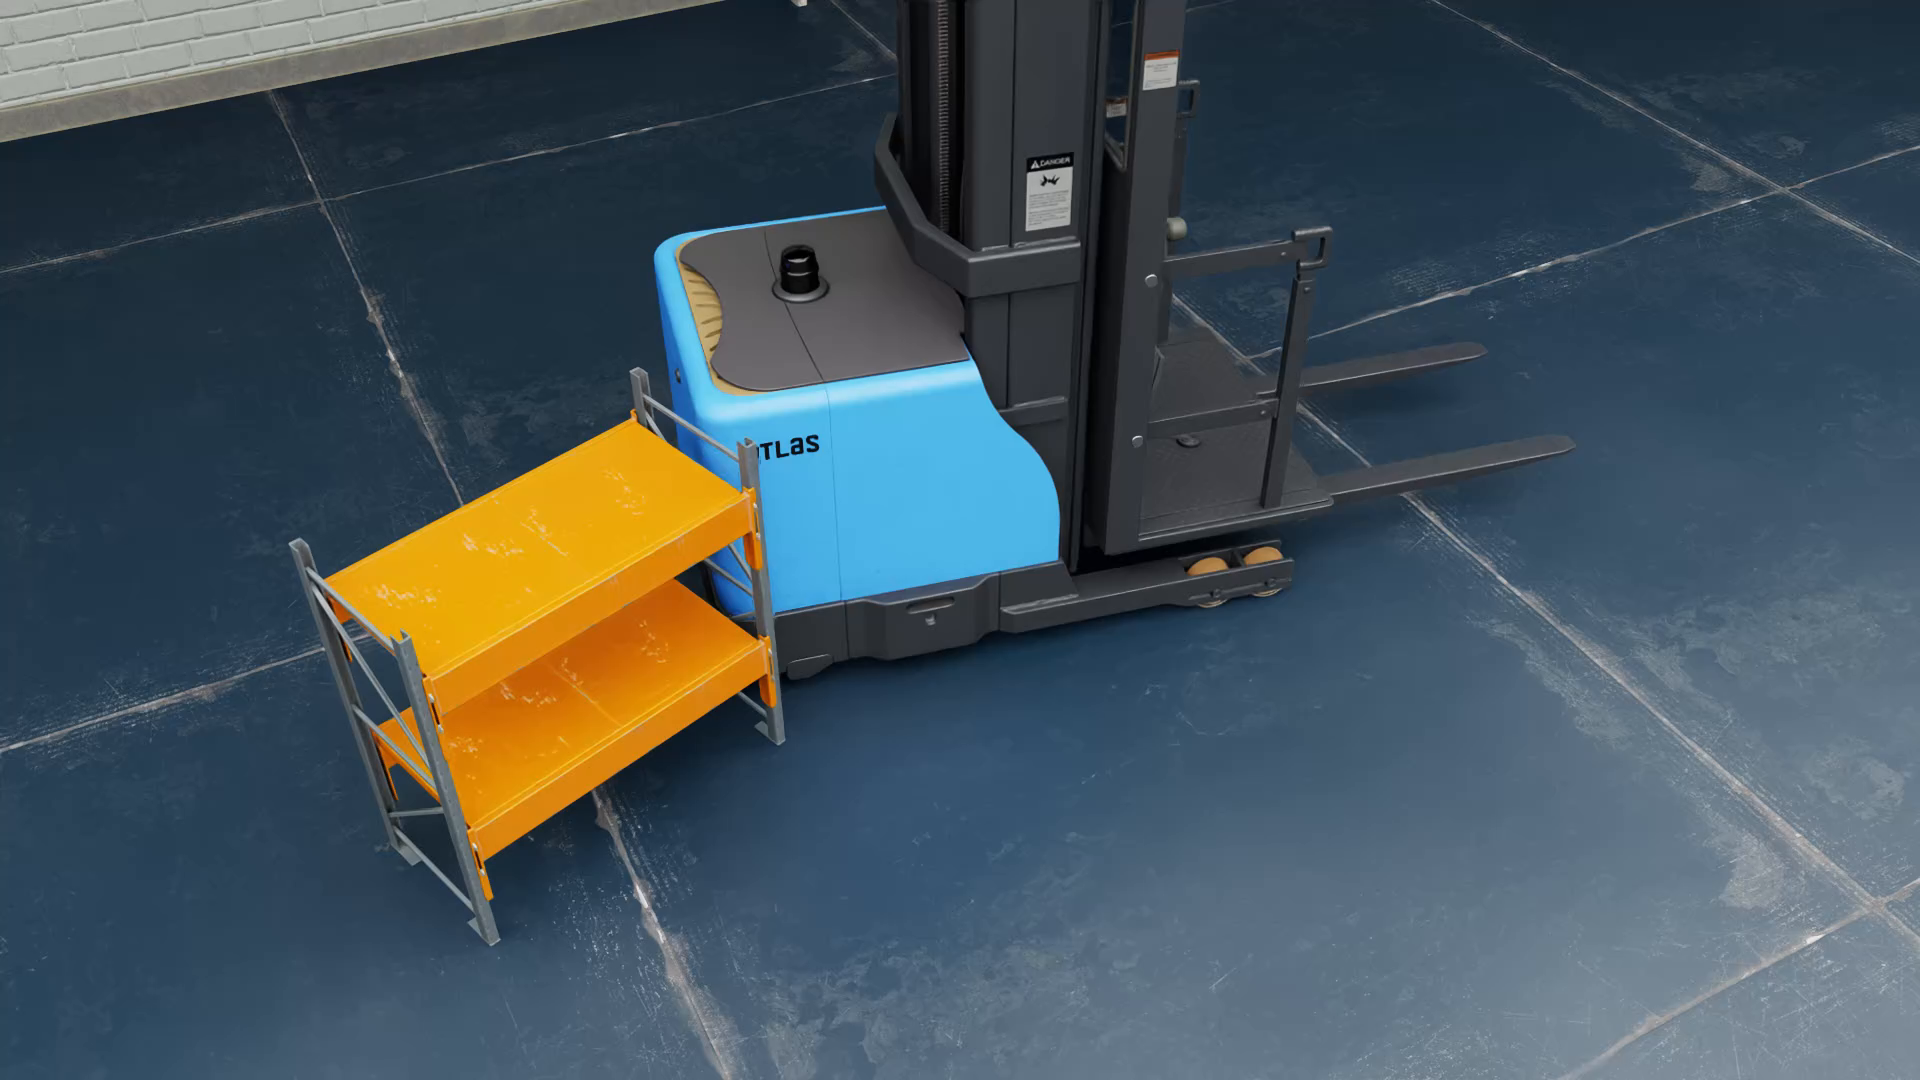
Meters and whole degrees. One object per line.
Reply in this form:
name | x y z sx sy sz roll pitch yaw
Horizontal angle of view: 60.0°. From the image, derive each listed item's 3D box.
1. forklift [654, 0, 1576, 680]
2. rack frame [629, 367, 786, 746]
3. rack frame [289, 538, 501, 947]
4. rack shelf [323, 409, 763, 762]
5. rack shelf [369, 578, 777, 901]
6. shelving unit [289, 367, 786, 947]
forklift | 0.603 -1.215 4.917 3.031 2.935 1.130 -10 41 -12
rack frame | -0.717 0.073 4.794 0.500 1.125 0.032 32 50 32
rack frame | -1.426 0.543 4.238 0.500 1.125 0.032 32 50 32
rack shelf | -1.072 0.084 4.327 0.538 0.278 1.000 32 50 32
rack shelf | -1.072 0.494 4.674 0.538 0.278 1.000 32 50 32
shelving unit | -1.072 0.308 4.516 0.538 1.125 1.048 32 50 32
